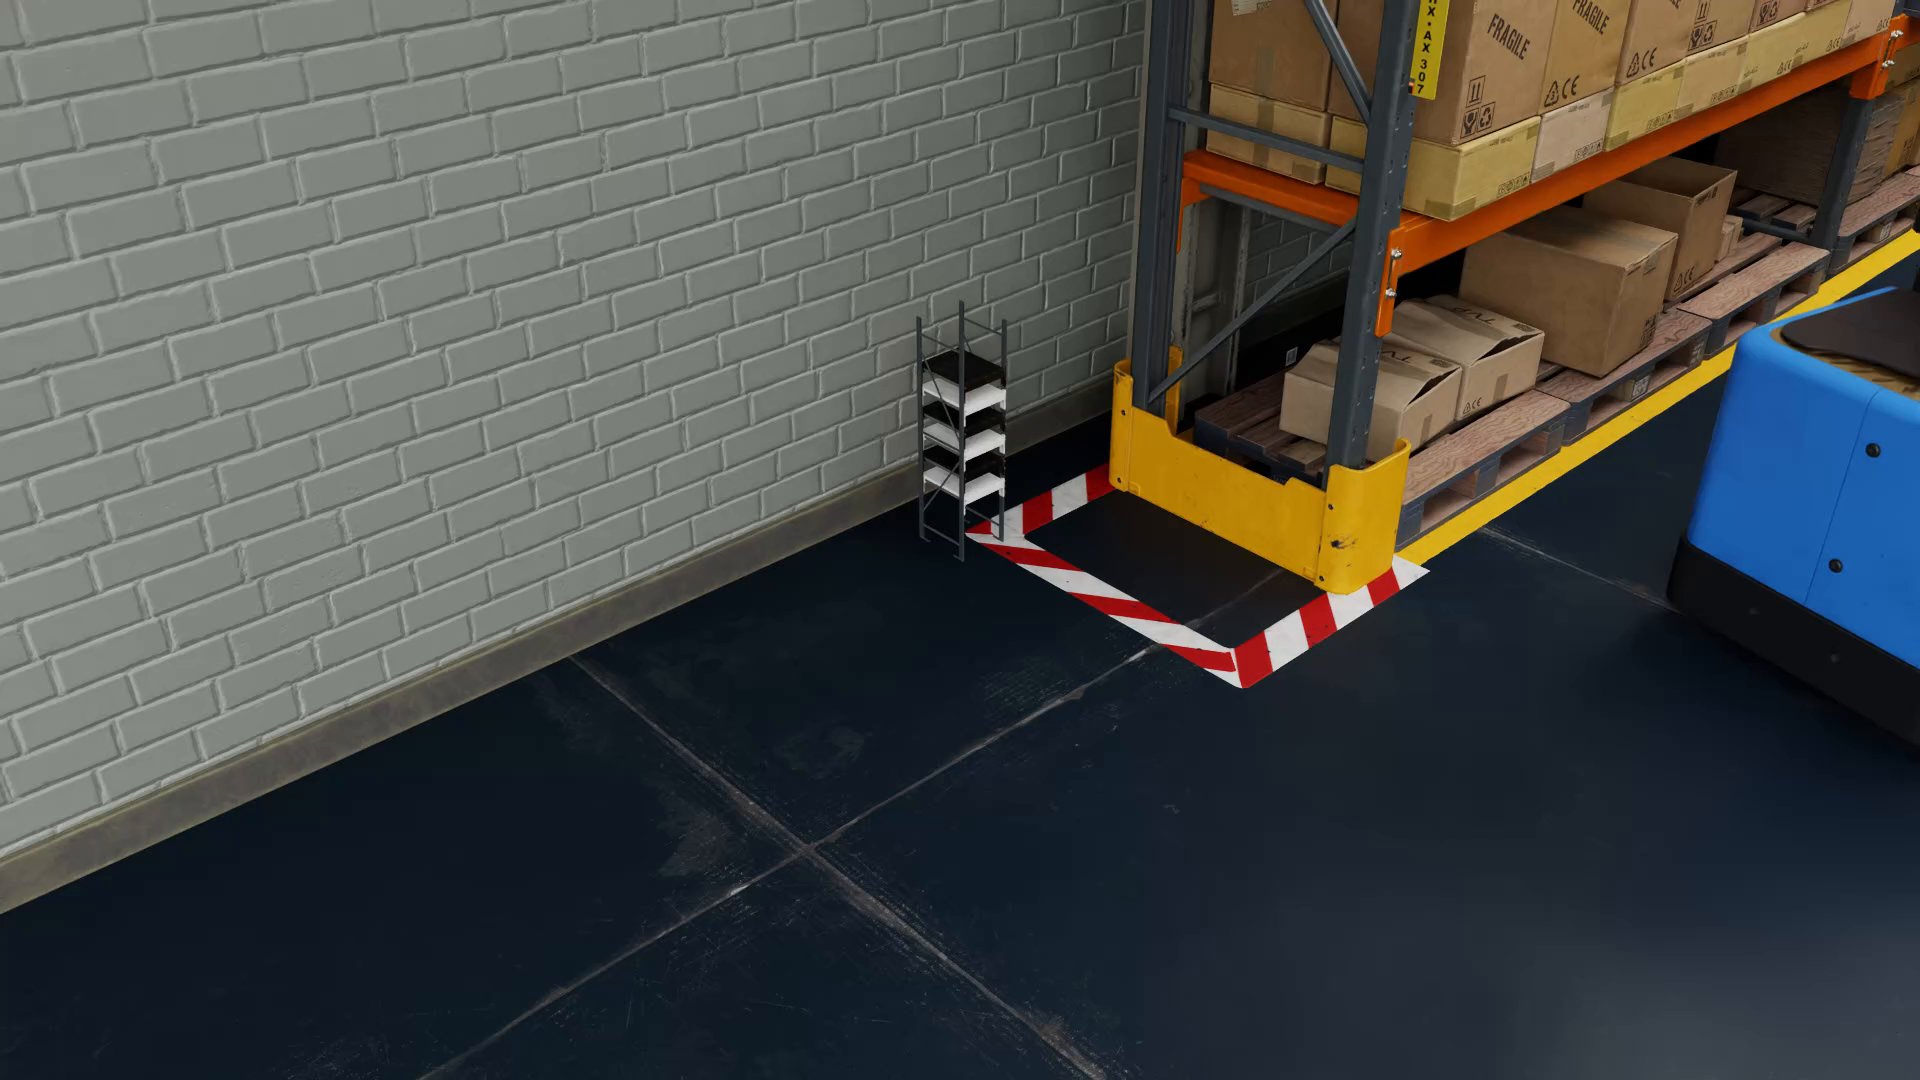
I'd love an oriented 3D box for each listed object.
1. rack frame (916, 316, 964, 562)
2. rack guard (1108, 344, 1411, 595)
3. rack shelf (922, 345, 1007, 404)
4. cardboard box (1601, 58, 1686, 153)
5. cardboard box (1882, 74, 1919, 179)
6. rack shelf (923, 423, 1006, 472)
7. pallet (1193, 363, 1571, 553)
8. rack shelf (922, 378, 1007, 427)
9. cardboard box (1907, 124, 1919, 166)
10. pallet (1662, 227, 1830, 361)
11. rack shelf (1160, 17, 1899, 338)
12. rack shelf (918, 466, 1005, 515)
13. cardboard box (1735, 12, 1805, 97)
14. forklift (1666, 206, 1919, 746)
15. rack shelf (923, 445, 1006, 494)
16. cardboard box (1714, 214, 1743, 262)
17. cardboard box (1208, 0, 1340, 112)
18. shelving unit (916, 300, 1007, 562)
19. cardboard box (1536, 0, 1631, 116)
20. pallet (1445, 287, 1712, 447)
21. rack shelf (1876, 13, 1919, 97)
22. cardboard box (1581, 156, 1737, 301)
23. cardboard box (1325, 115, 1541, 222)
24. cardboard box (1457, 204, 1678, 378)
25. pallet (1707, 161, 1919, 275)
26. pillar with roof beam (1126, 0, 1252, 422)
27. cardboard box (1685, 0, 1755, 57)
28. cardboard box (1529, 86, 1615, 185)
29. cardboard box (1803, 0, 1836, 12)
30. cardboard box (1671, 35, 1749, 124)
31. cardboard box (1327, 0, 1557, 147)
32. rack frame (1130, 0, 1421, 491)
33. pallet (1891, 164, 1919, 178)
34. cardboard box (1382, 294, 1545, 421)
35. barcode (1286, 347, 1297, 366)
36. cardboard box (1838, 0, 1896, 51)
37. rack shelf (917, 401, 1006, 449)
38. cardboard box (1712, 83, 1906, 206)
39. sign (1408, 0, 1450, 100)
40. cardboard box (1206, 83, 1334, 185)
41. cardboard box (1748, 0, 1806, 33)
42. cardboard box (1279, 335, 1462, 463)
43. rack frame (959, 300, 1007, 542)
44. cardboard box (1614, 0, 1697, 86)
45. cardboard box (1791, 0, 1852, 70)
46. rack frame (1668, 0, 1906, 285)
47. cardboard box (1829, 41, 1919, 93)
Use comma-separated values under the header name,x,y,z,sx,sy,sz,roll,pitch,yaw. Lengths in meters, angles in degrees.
name,x,y,z,sx,sy,sz,roll,pitch,yaw
rack frame,-0.069,-0.351,5.961,0.006,0.900,0.240,-26,40,-35
rack guard,1.088,-0.288,6.242,0.348,0.500,1.175,-26,40,-35
rack shelf,0.006,-0.589,5.896,0.200,0.077,0.258,-26,40,-35
cardboard box,2.355,-1.692,6.266,0.500,0.250,0.500,-27,40,-36
cardboard box,4.839,-2.338,9.172,0.500,0.500,0.700,-27,40,-36
rack shelf,0.006,-0.358,6.037,0.200,0.077,0.258,-26,40,-35
pallet,1.708,-0.440,6.767,1.213,0.211,1.003,-26,40,-35
rack shelf,0.006,-0.512,5.943,0.200,0.077,0.258,-26,40,-35
cardboard box,5.241,-2.503,9.443,0.500,0.500,0.700,-25,40,-35
pallet,3.497,-1.305,8.182,1.213,0.211,1.003,-26,40,-35
rack shelf,2.499,-1.730,6.894,4.000,0.370,1.077,-26,40,-35
rack shelf,0.006,-0.205,6.131,0.200,0.077,0.258,-26,40,-35
cardboard box,3.095,-2.049,6.851,0.500,0.250,0.500,-26,40,-36
forklift,3.993,-1.164,5.344,3.031,2.935,1.130,-17,35,-25
rack shelf,0.006,-0.282,6.084,0.200,0.077,0.258,-26,40,-35
cardboard box,3.594,-1.524,8.162,0.380,0.166,0.250,23,38,33
cardboard box,1.234,-1.841,5.791,0.500,0.500,0.500,-26,40,-36
shelving unit,0.006,-0.387,6.020,0.210,0.900,0.258,-26,40,-35
cardboard box,1.956,-1.818,5.754,0.500,0.500,0.500,-26,40,-35
pallet,2.602,-0.870,7.471,1.213,0.211,1.003,-26,40,-35
rack shelf,5.432,-3.149,9.214,4.000,0.370,1.077,-26,40,-35
cardboard box,3.232,-1.484,7.777,0.500,0.500,0.500,26,40,35
cardboard box,1.606,-1.324,5.665,0.500,0.250,0.500,-27,41,-37
cardboard box,2.591,-1.103,7.154,0.700,0.500,0.500,26,40,36
pallet,4.536,-1.834,9.046,1.213,0.211,1.003,-26,40,-35
pillar with roof beam,3.885,-2.820,2.235,0.400,9.000,9.100,-26,40,-35
cardboard box,2.710,-2.187,6.356,0.500,0.500,0.500,-24,39,-34
cardboard box,1.977,-1.514,5.975,0.500,0.250,0.500,-27,41,-37
cardboard box,3.467,-2.546,6.944,0.500,0.500,0.500,-26,40,-36
cardboard box,2.727,-1.871,6.558,0.500,0.250,0.500,-25,40,-35
cardboard box,1.587,-1.647,5.473,0.500,0.500,0.500,-26,40,-35
rack frame,1.033,-1.328,5.546,0.127,3.000,1.000,-26,40,-35
pallet,5.431,-2.269,9.758,1.213,0.211,1.003,-26,40,-35
cardboard box,2.019,-0.782,6.809,0.500,0.311,0.500,-22,38,-32
barcode,1.343,-0.743,6.736,0.075,0.075,0.001,-26,40,-35
cardboard box,3.825,-2.407,7.436,0.500,0.250,0.500,-26,40,-35
rack shelf,0.006,-0.435,5.990,0.200,0.077,0.258,-26,40,-35
cardboard box,4.494,-2.135,8.841,0.500,0.500,0.700,-24,39,-34
sign,1.402,-1.490,4.981,0.005,0.325,0.100,-26,40,-35
cardboard box,1.244,-1.512,5.973,0.500,0.250,0.500,-25,39,-35
cardboard box,3.091,-2.371,6.659,0.500,0.500,0.500,-27,41,-37
cardboard box,1.601,-0.579,6.478,0.500,0.311,0.500,24,39,34
rack frame,0.080,-0.423,6.079,0.006,0.900,0.240,-26,40,-35
cardboard box,2.339,-1.999,6.050,0.500,0.500,0.500,-27,41,-37
cardboard box,3.454,-2.234,7.152,0.500,0.250,0.500,-26,40,-35
rack frame,3.966,-2.747,7.866,0.127,3.000,1.000,-26,40,-35
cardboard box,4.815,-2.613,8.903,0.500,0.250,0.500,-27,40,-36
